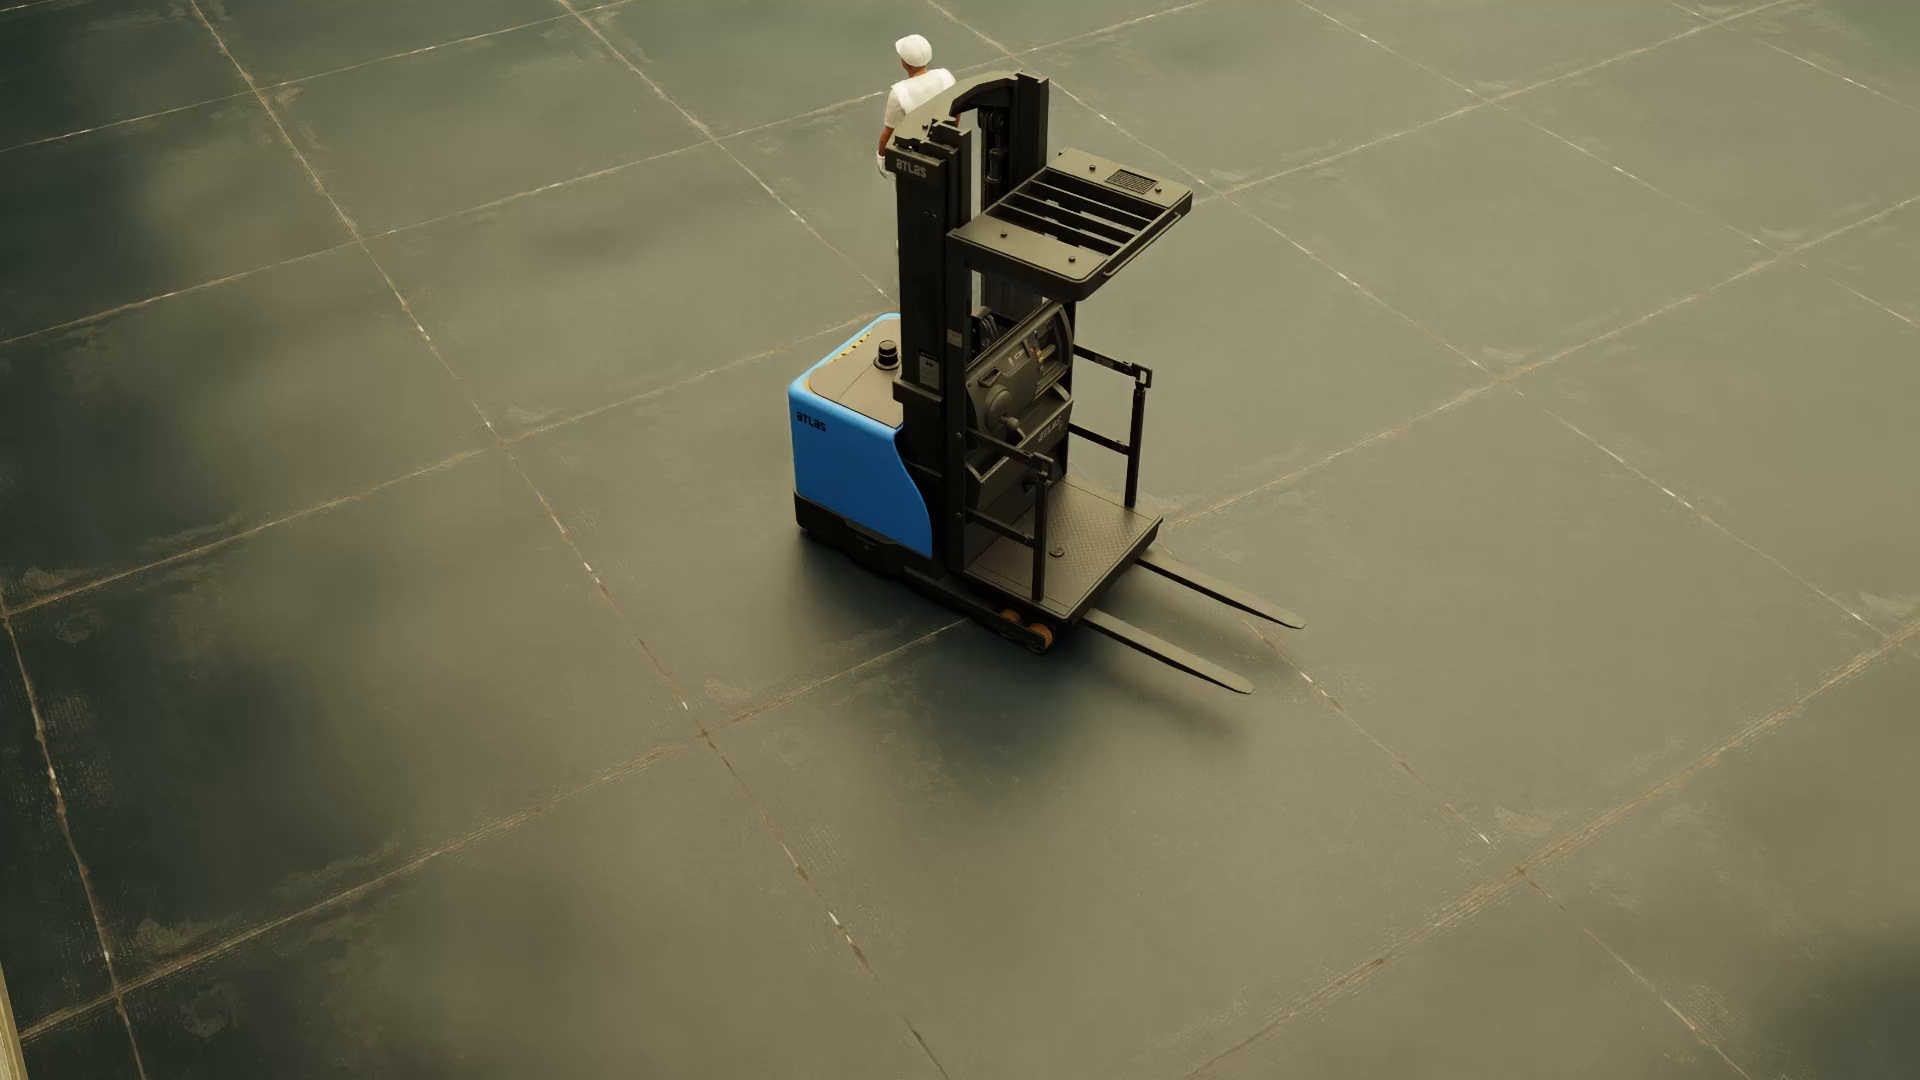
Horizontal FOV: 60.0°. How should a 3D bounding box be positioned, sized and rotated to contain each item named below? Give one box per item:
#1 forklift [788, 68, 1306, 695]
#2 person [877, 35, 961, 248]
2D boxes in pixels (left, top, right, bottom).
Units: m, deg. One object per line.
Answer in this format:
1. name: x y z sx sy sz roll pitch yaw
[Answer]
1. forklift: 0.496 -0.872 8.869 3.031 2.935 1.130 25 47 26
2. person: -0.328 -2.844 11.987 0.657 1.784 0.576 -21 45 -22
